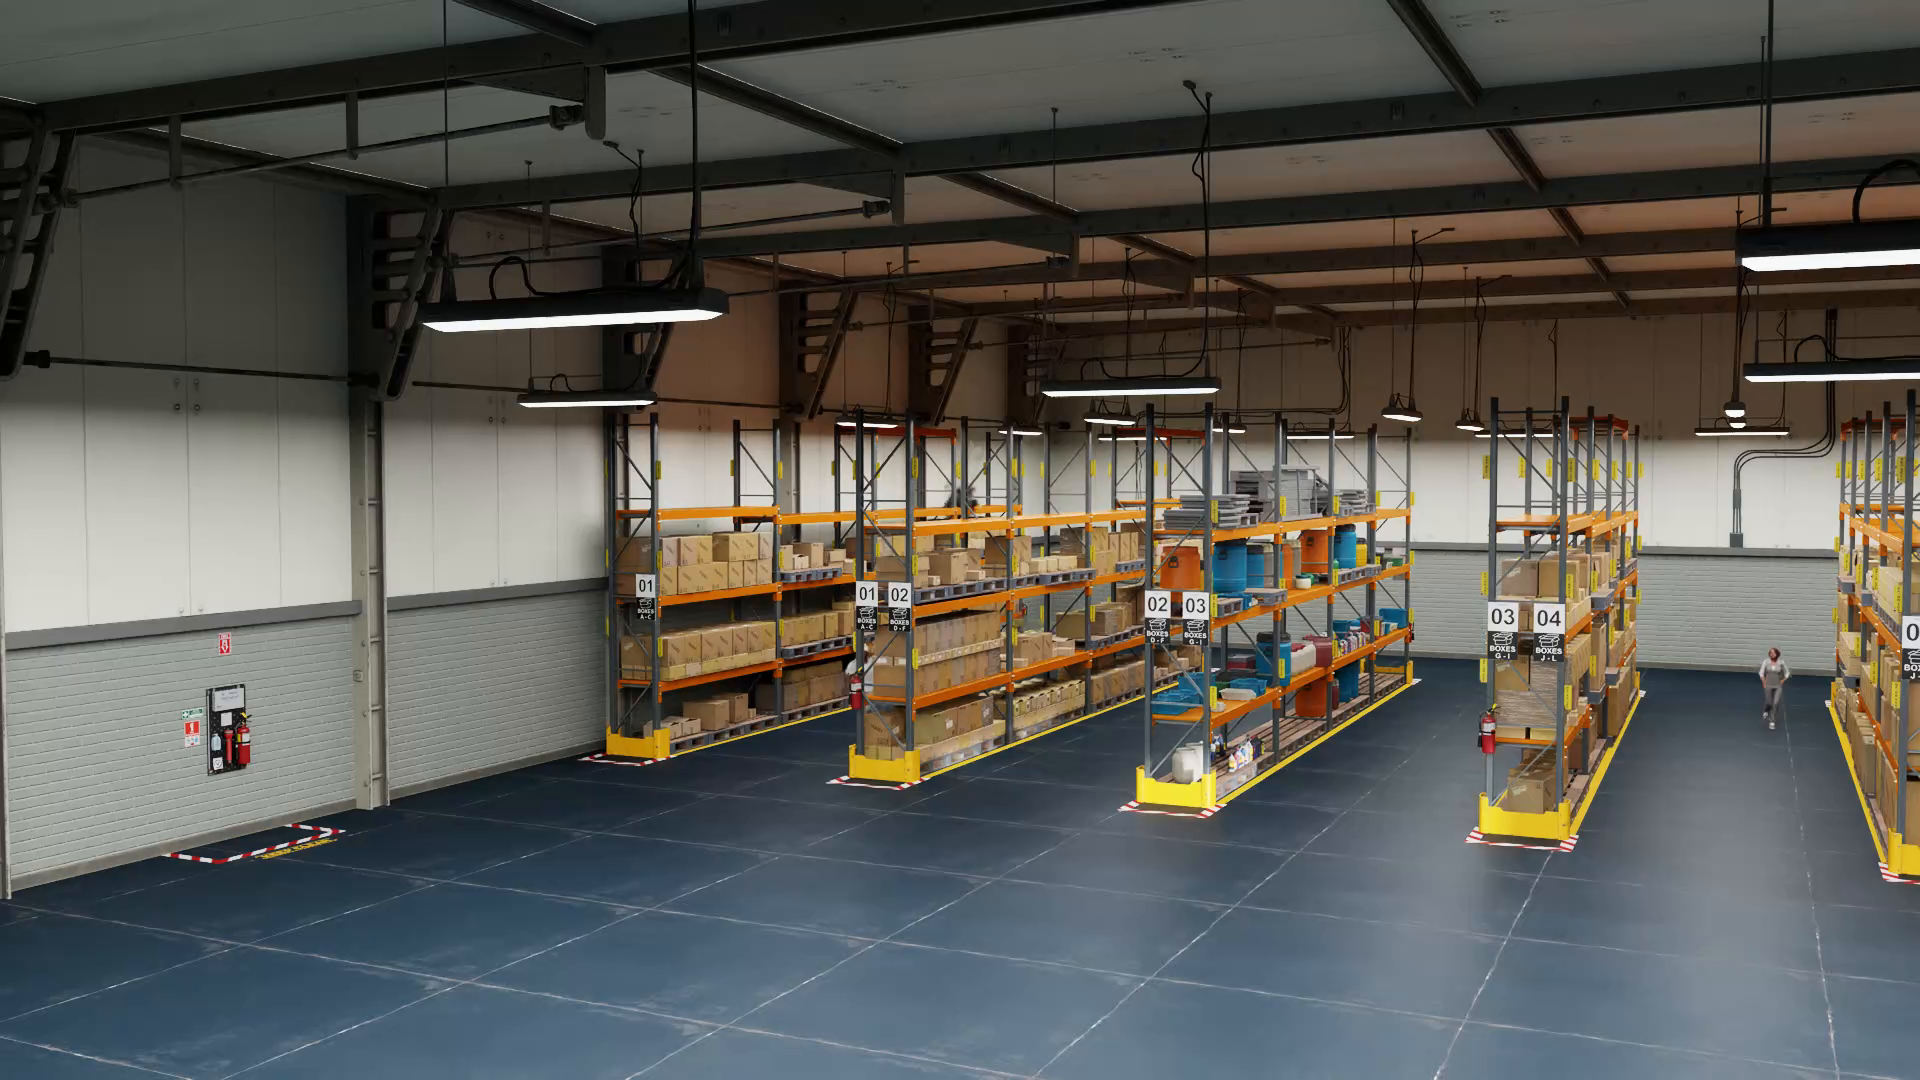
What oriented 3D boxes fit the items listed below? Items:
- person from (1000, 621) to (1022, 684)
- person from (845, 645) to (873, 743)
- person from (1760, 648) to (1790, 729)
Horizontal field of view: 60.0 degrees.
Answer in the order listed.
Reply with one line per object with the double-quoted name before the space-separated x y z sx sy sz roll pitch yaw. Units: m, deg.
"person" 1.062 2.610 35.809 0.720 1.833 0.783 1 3 25
"person" -1.767 2.839 30.914 0.731 1.810 0.938 1 2 15
"person" 15.840 2.878 32.343 0.533 1.562 0.588 1 3 27
